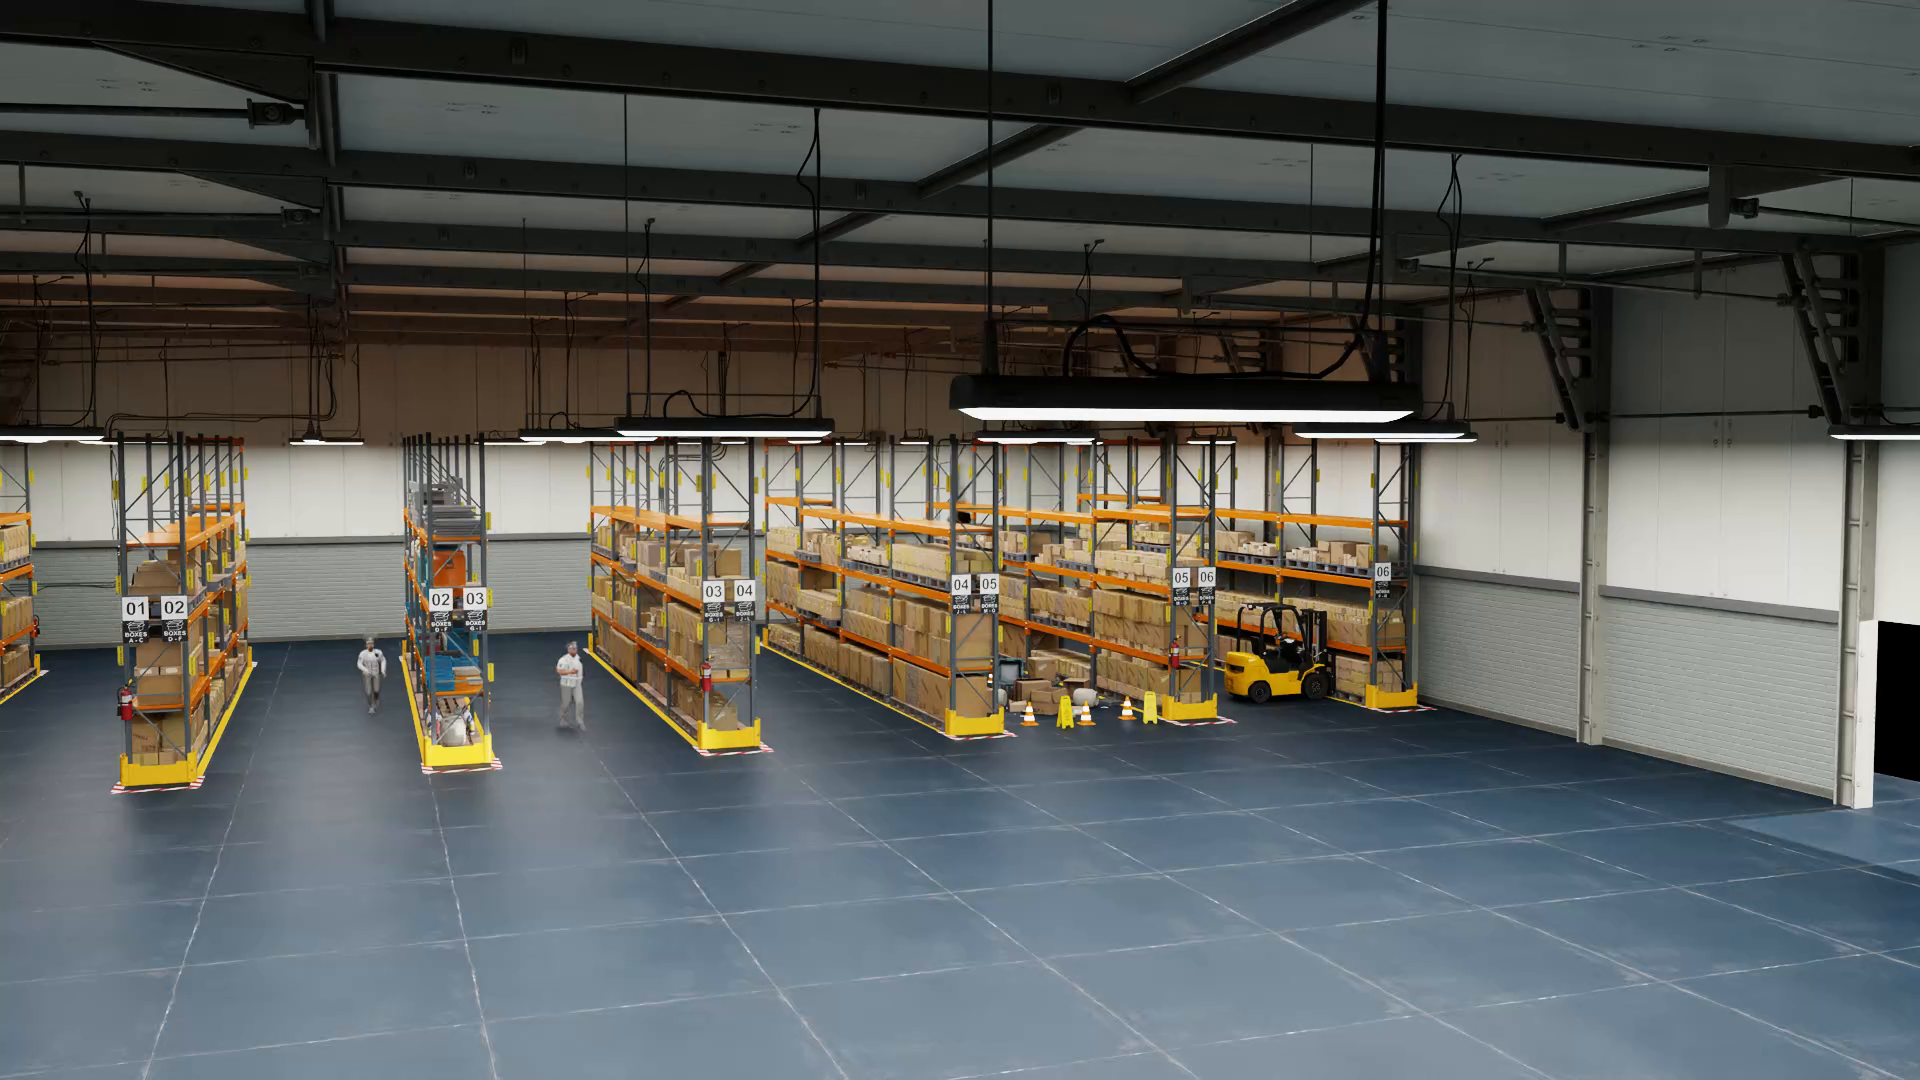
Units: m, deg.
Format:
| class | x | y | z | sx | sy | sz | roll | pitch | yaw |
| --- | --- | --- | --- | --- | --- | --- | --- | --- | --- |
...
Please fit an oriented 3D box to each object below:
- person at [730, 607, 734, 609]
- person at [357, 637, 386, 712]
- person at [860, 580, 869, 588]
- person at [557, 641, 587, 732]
| class | x | y | z | sx | sy | sz | roll | pitch | yaw |
| --- | --- | --- | --- | --- | --- | --- | --- | --- | --- |
| person | -6.642 | 2.235 | 47.789 | 0.609 | 1.711 | 0.762 | 0 | 3 | 4 |
| person | -12.664 | 2.910 | 35.823 | 0.592 | 1.646 | 0.632 | -1 | 3 | -21 |
| person | -2.871 | 2.055 | 51.308 | 0.776 | 1.650 | 0.631 | -2 | 4 | -33 |
| person | -7.933 | 2.967 | 33.776 | 0.883 | 1.829 | 0.635 | 3 | 4 | 43 |
